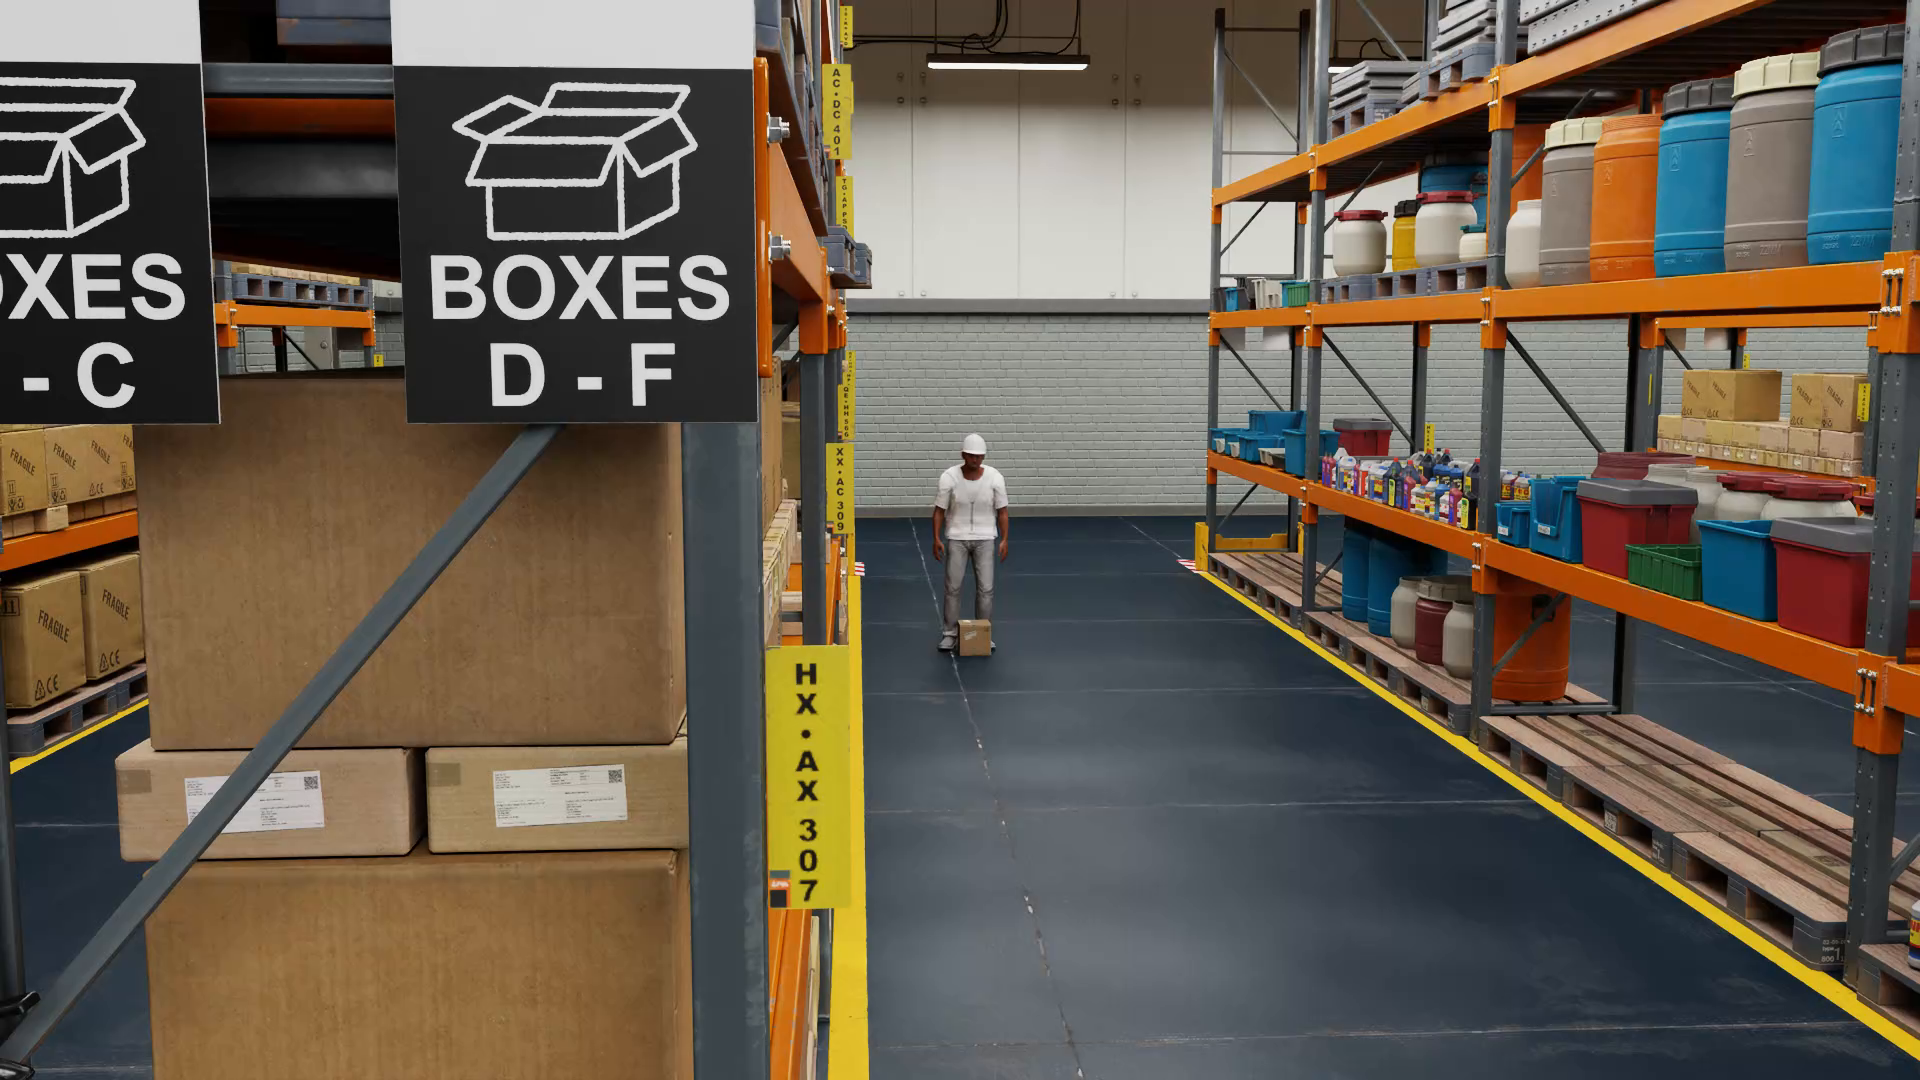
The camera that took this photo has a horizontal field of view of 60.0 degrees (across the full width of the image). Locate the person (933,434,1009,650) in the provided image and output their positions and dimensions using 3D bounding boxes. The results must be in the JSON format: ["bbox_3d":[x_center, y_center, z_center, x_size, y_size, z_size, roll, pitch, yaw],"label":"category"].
[{"bbox_3d":[0.089,0.012,13.559,0.626,1.761,0.458,0,7,-3],"label":"person"}]
